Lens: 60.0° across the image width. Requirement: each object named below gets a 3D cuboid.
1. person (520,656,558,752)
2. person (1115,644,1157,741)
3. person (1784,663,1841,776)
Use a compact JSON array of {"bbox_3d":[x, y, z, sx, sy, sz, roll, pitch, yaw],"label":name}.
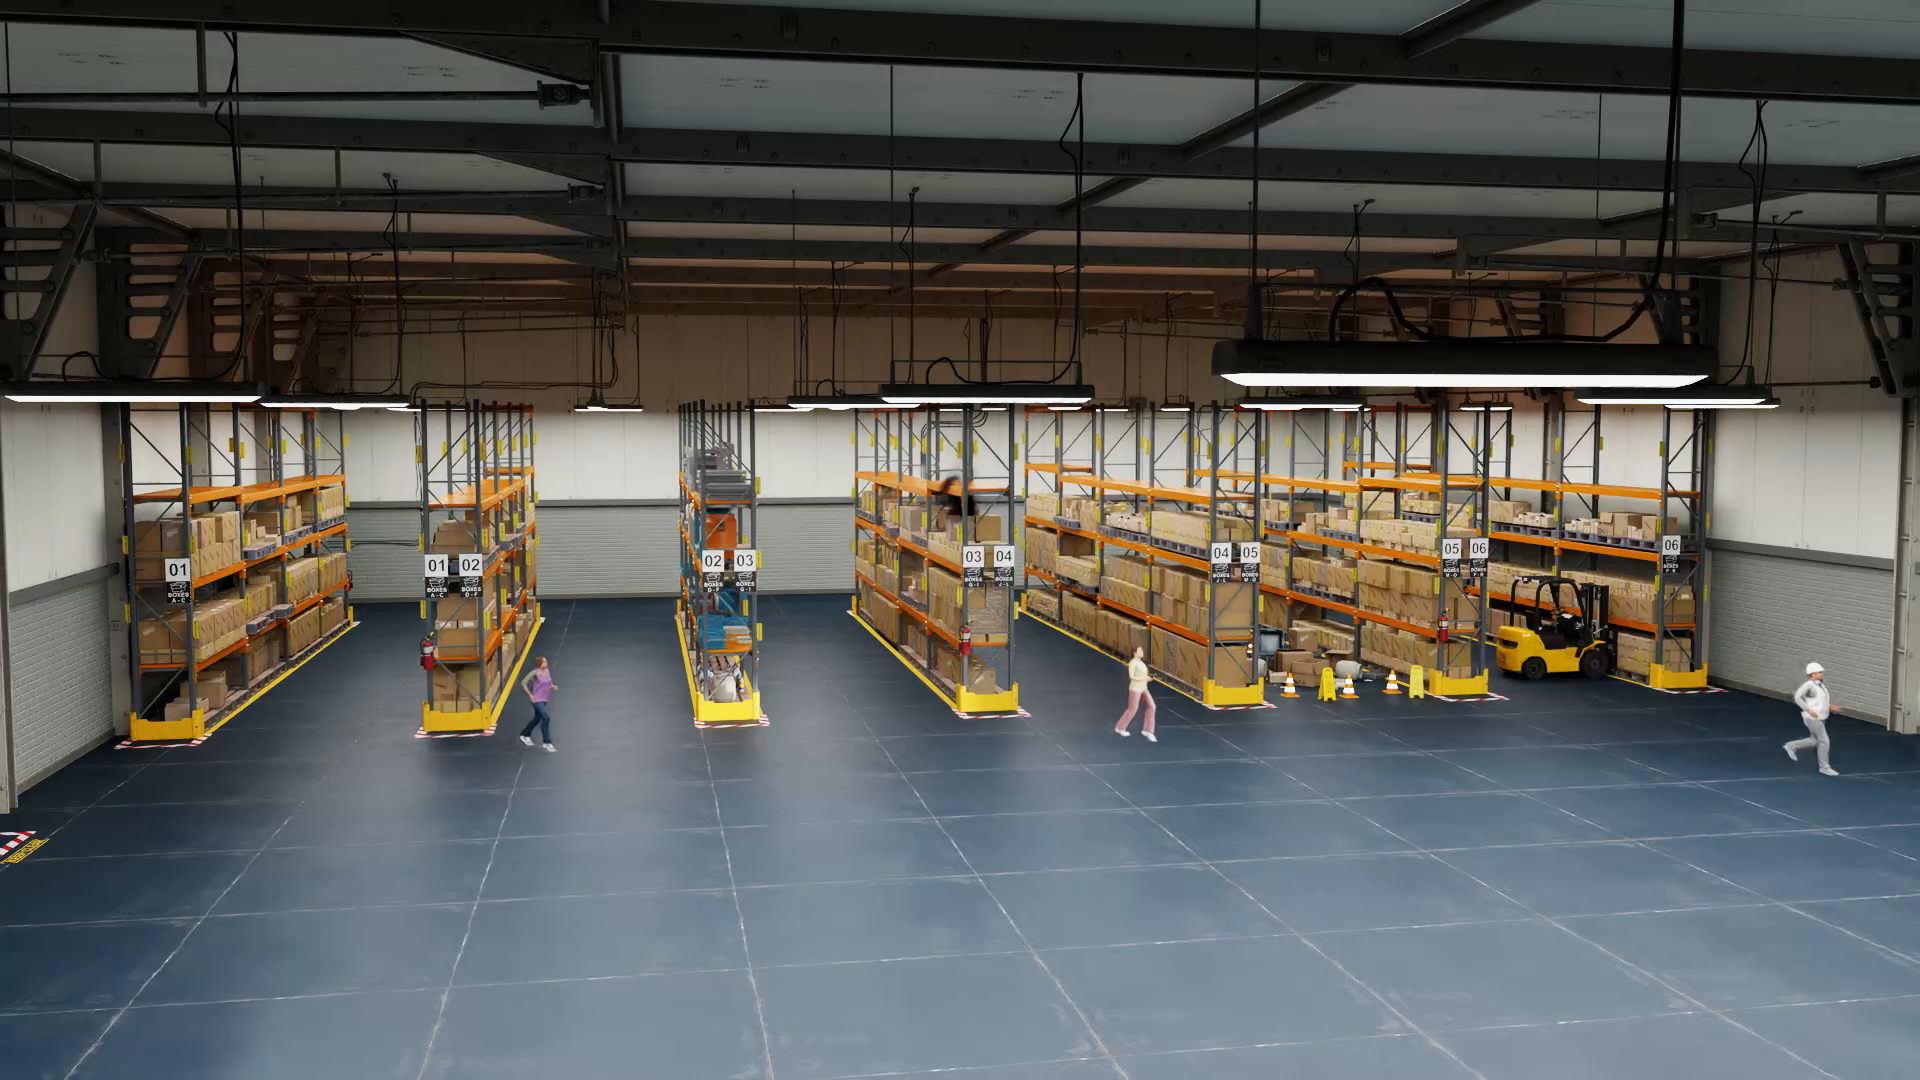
[{"bbox_3d":[-7.189,2.768,28.374,0.780,1.619,0.530,2,5,19],"label":"person"},{"bbox_3d":[3.099,2.688,29.306,0.773,1.714,0.580,3,5,32],"label":"person"},{"bbox_3d":[13.641,2.847,26.611,0.662,1.772,0.880,-4,6,-44],"label":"person"}]
